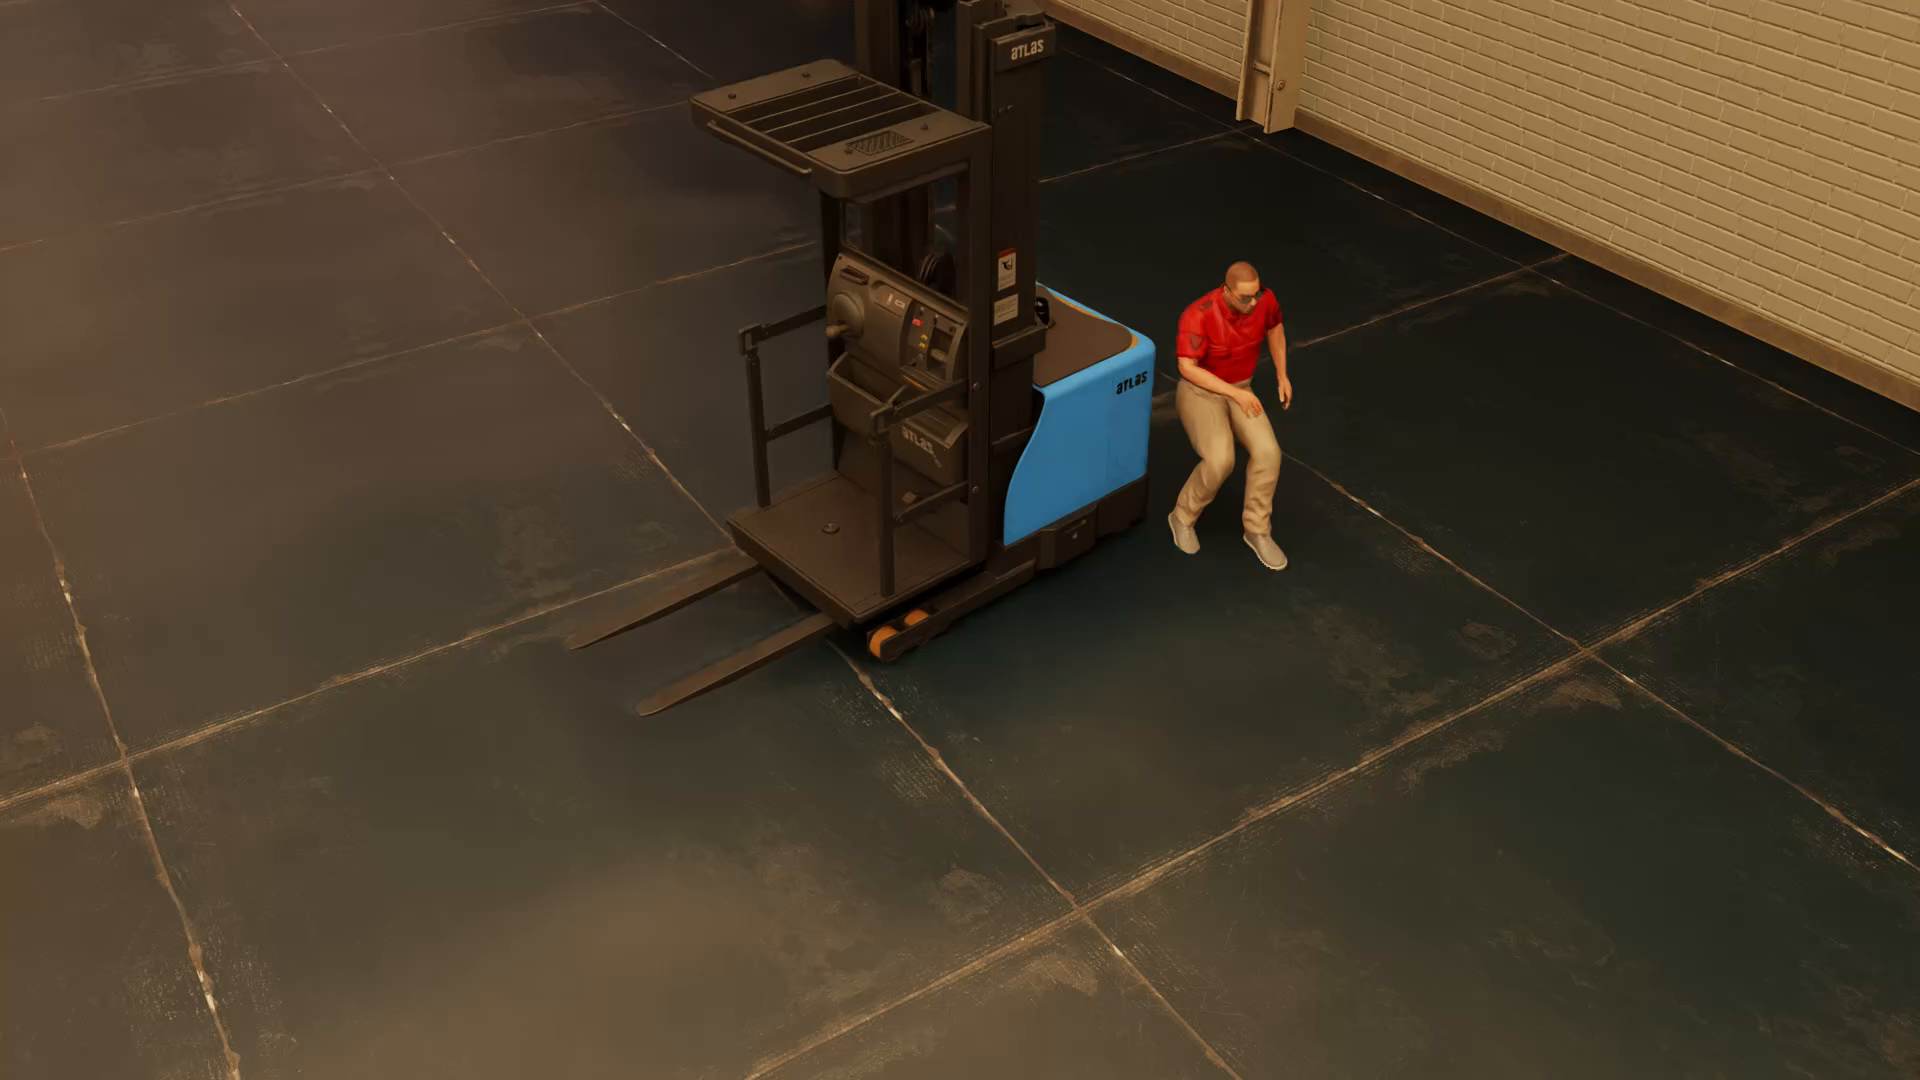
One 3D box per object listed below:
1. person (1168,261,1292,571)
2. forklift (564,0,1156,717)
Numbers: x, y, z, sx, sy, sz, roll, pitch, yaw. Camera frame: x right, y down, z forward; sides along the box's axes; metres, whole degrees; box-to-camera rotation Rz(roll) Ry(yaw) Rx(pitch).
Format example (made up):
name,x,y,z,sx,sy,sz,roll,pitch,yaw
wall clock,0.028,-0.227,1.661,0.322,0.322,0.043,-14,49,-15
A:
name,x,y,z,sx,sy,sz,roll,pitch,yaw
person,1.457,-0.650,8.411,0.776,1.516,0.905,-16,38,-21
forklift,-0.457,-0.965,7.520,3.031,2.935,1.130,-26,43,-32
